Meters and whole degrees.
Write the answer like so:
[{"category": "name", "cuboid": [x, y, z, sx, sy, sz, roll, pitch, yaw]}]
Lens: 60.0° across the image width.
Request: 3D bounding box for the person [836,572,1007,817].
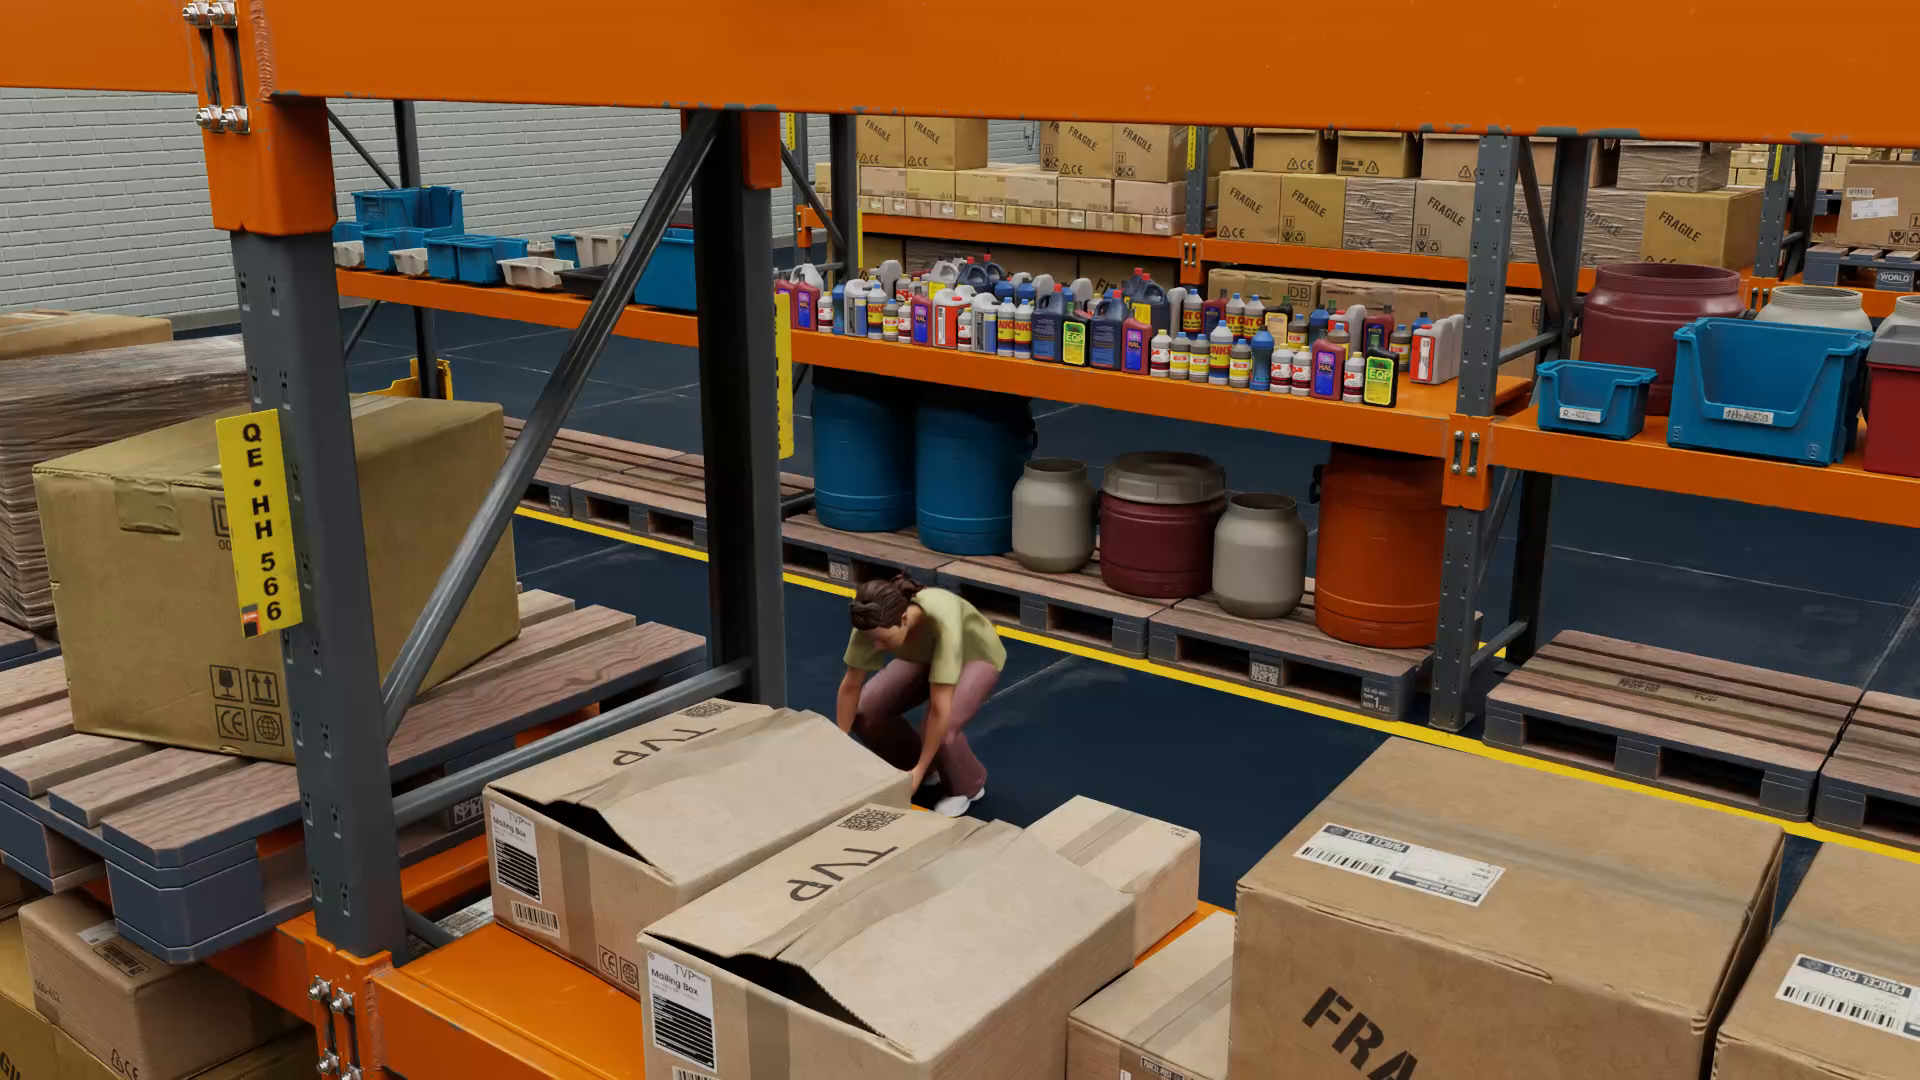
[{"category": "person", "cuboid": [-0.129, 0.533, 5.989, 0.494, 0.974, 0.787, 12, 20, 35]}]
